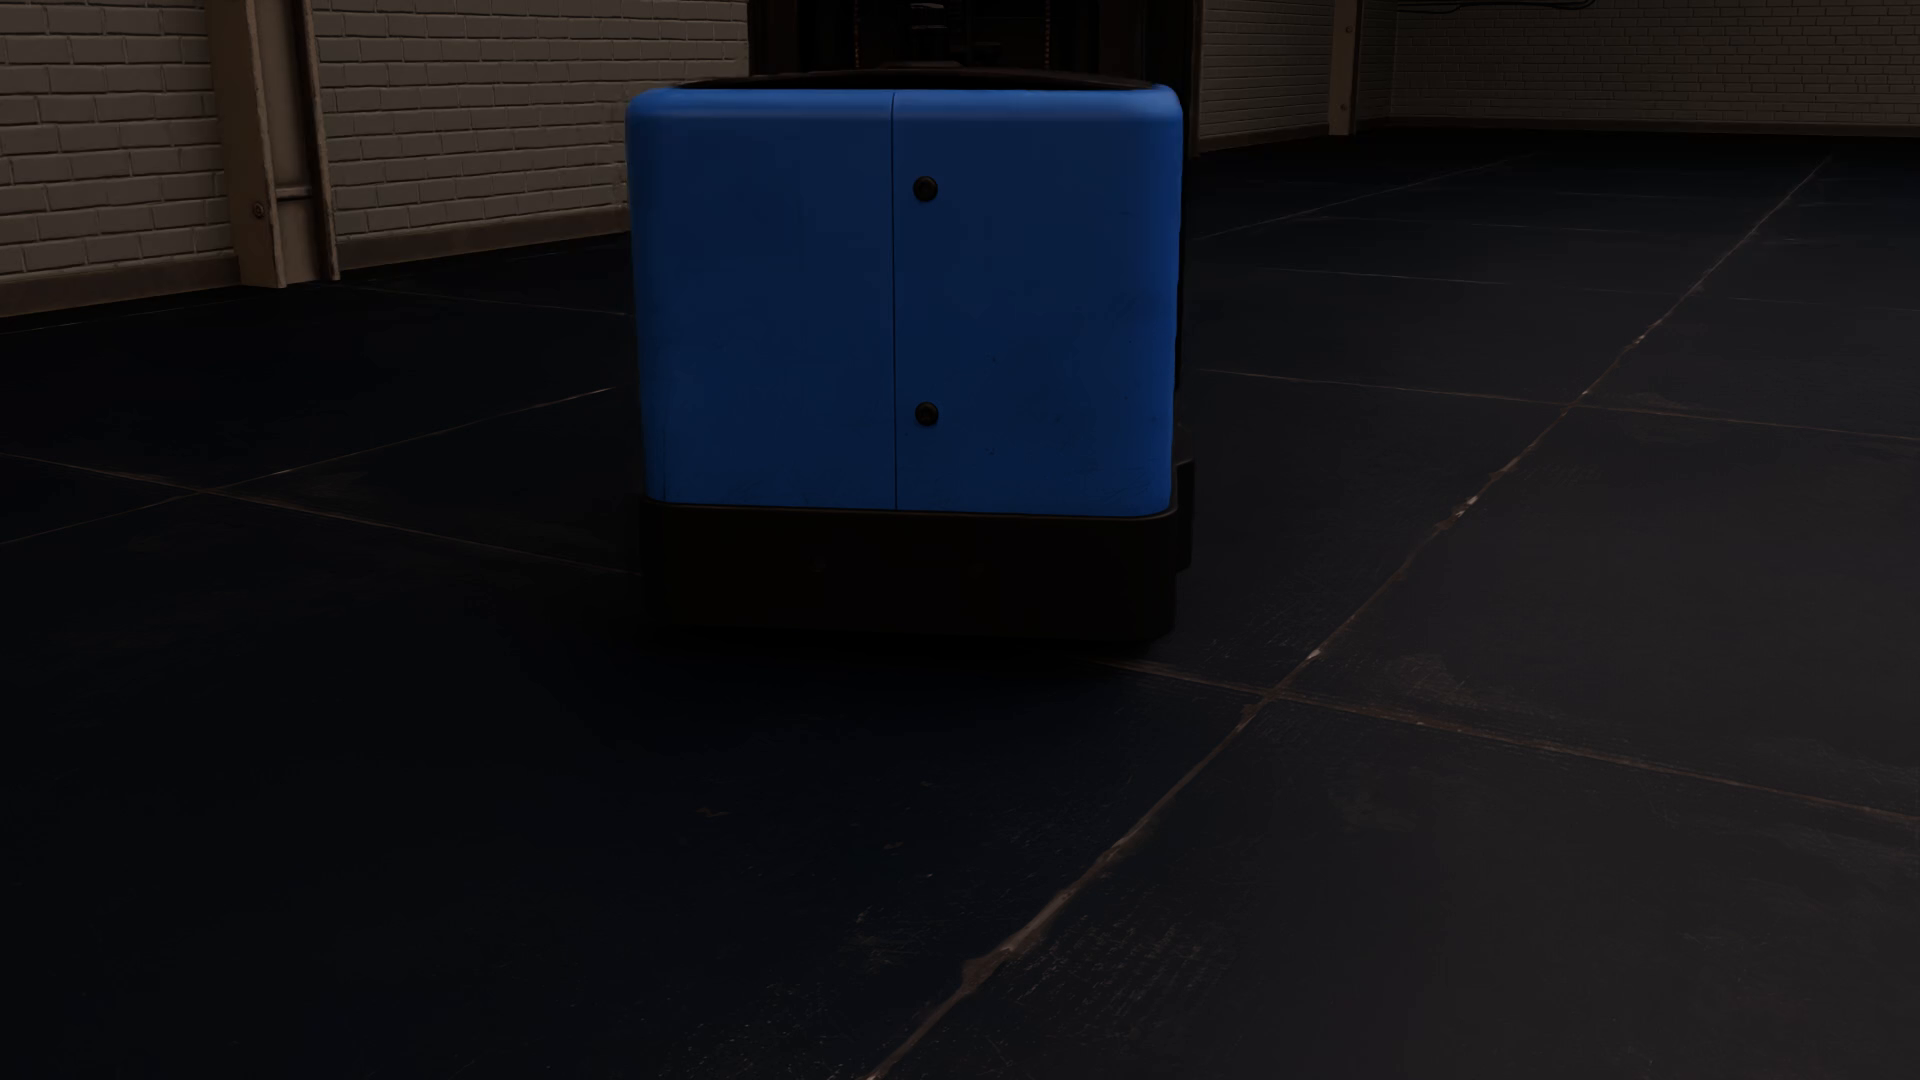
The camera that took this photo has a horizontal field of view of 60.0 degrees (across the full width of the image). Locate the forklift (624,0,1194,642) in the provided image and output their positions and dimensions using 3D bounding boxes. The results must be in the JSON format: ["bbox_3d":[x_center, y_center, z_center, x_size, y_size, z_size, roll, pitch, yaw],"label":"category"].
[{"bbox_3d":[0.052,-1.583,4.228,1.130,2.935,3.031,2,17,6],"label":"forklift"}]
